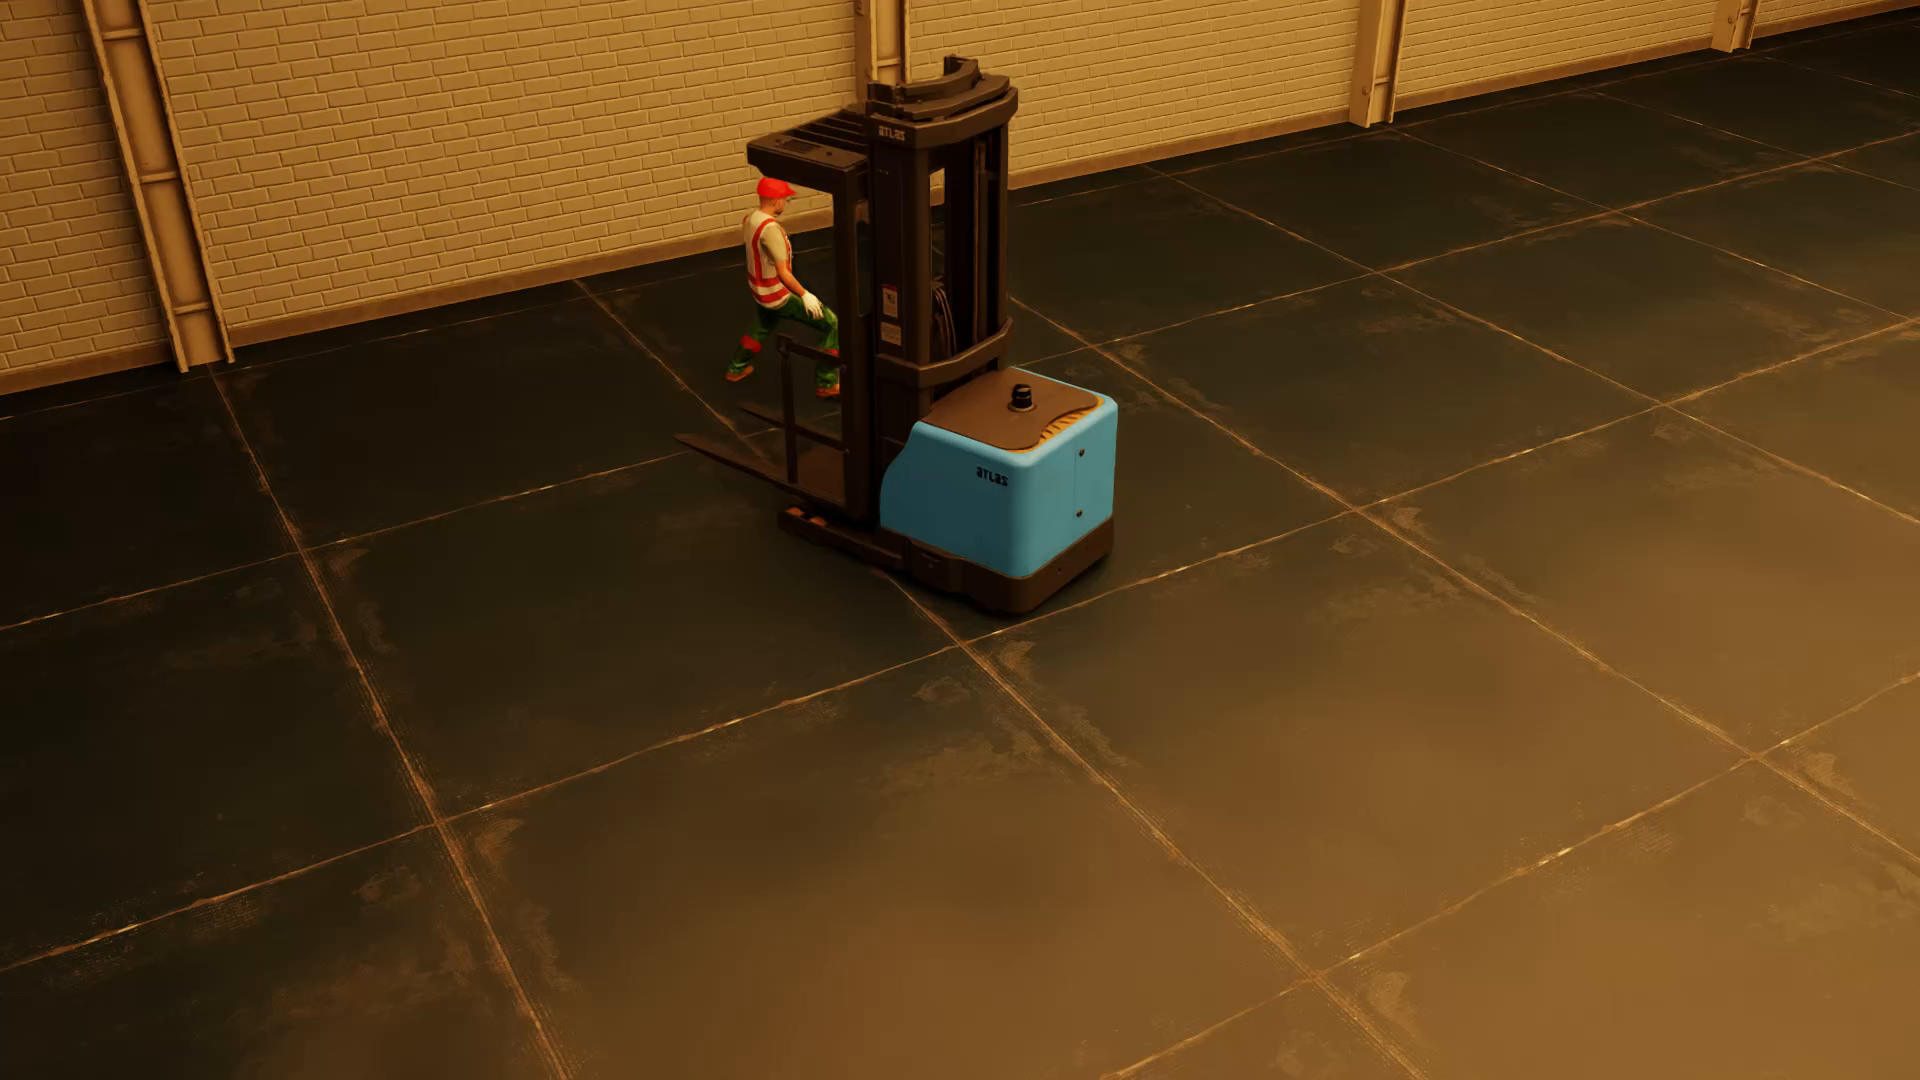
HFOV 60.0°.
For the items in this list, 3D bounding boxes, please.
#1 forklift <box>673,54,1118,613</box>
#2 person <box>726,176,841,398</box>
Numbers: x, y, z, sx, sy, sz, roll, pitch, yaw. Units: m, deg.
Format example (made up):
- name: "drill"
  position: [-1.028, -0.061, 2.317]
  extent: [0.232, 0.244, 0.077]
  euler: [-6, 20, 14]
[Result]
- name: "forklift"
  position: [-0.534, -1.432, 10.038]
  extent: [3.031, 2.935, 1.130]
  euler: [21, 37, 31]
- name: "person"
  position: [-1.308, -1.858, 12.053]
  extent: [0.786, 1.637, 0.992]
  euler: [-14, 34, -22]
